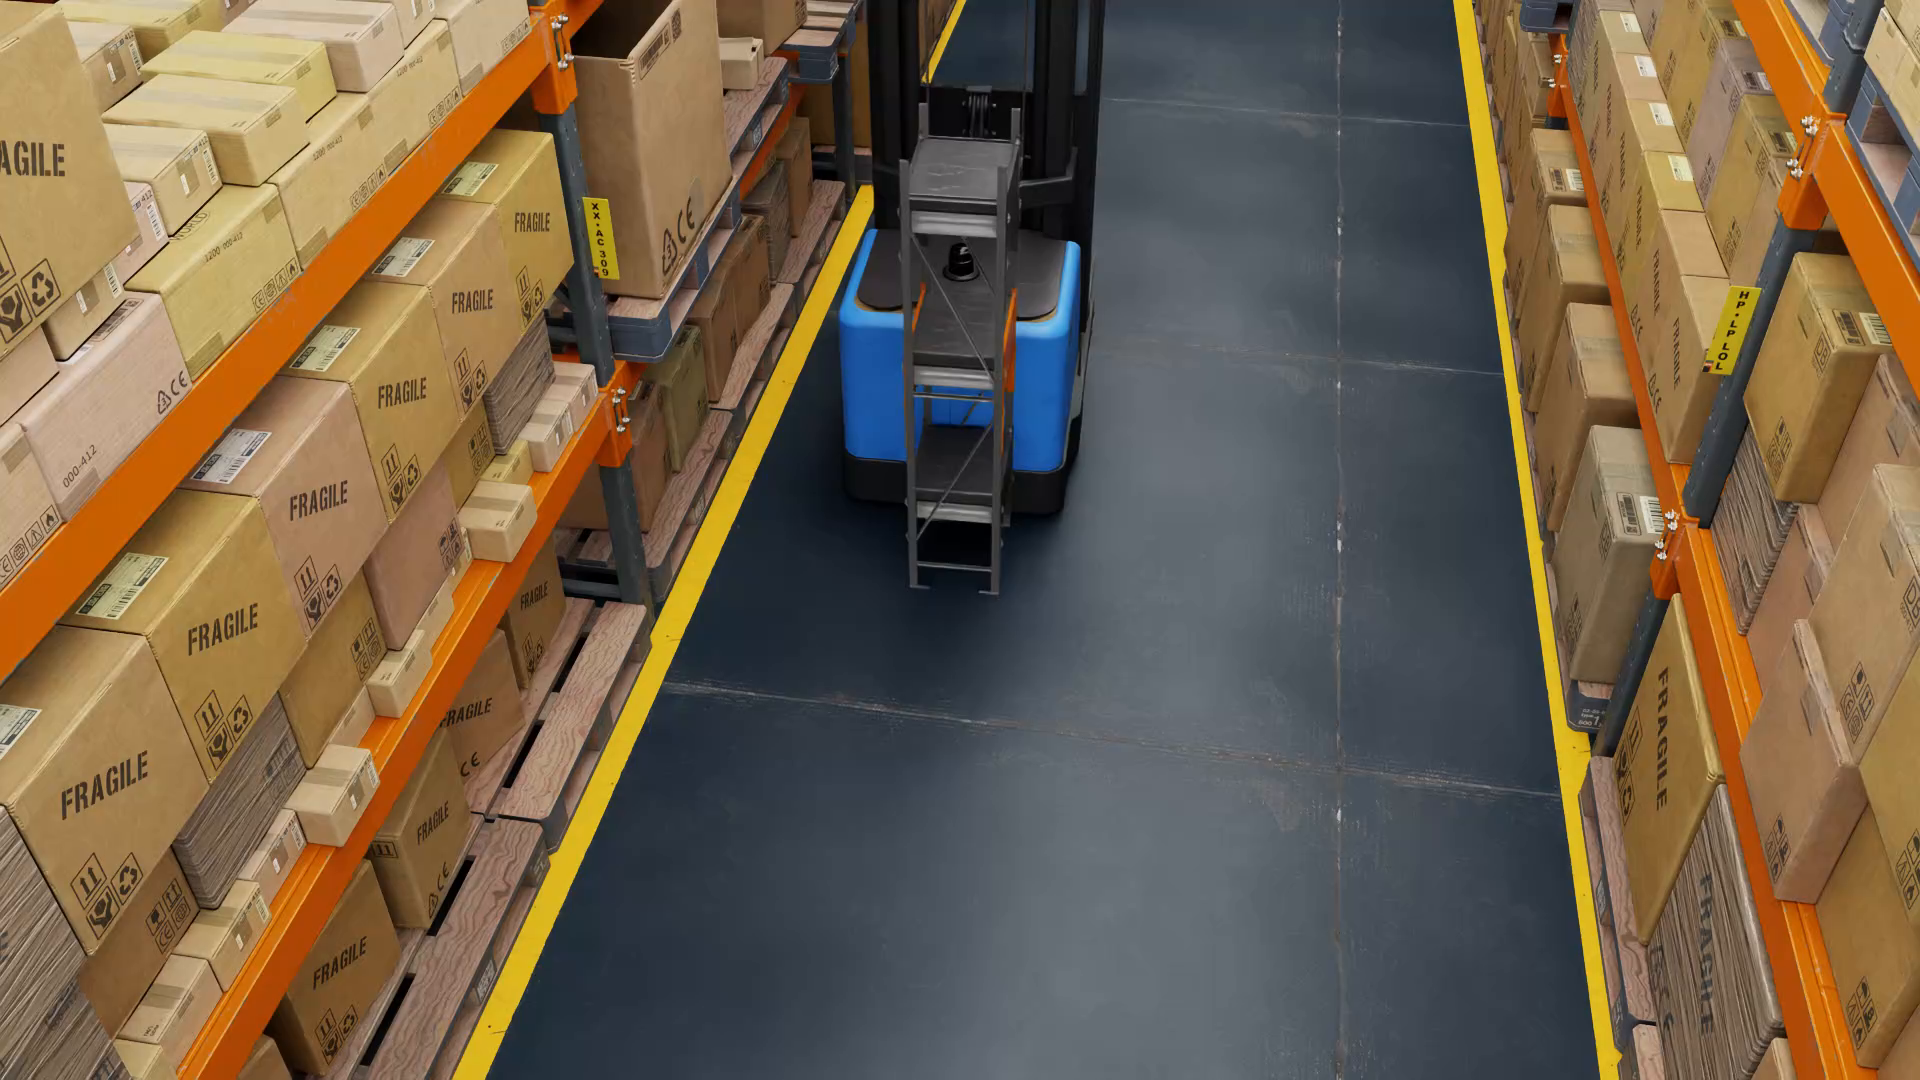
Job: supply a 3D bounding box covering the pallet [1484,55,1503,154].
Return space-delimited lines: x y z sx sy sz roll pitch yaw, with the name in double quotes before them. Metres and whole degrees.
"pallet" 4.069 -2.893 11.084 1.003 0.211 1.213 6 40 8

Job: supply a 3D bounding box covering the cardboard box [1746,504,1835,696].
"cardboard box" 2.901 0.319 4.893 0.875 0.550 0.550 6 40 8

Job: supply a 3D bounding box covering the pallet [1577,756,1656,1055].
"pallet" 2.818 1.339 5.964 1.003 0.211 1.213 6 40 8

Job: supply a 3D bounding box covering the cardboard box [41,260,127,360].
"cardboard box" -1.999 -0.516 3.470 0.380 0.149 0.250 5 40 6

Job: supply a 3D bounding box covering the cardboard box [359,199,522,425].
"cardboard box" -1.733 -0.726 5.178 0.500 0.500 0.500 6 40 8

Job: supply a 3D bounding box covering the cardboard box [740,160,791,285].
"cardboard box" -1.329 -1.759 9.139 0.700 0.500 0.500 3 40 4

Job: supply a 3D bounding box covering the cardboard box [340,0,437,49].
"cardboard box" -1.707 -1.506 4.668 0.380 0.149 0.250 5 40 5

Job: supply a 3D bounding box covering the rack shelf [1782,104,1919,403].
"rack shelf" 2.680 0.172 3.398 1.077 0.370 4.000 6 40 8

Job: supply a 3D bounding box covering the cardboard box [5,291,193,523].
"cardboard box" -2.023 -0.311 3.536 0.500 0.250 0.500 6 40 8

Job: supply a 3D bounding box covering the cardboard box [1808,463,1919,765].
"cardboard box" 2.719 0.232 4.151 0.875 0.550 0.550 6 40 8

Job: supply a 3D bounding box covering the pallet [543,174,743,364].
"pallet" -1.566 -1.204 7.003 1.003 0.211 1.213 6 40 8

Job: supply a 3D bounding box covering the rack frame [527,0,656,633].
"rack frame" -1.841 -0.814 6.381 1.000 3.000 0.127 6 40 8

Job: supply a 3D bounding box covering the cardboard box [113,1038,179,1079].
"cardboard box" -2.129 1.330 3.984 0.380 0.149 0.250 6 40 8

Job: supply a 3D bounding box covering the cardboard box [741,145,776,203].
"cardboard box" -1.317 -2.062 8.918 0.500 0.250 0.500 11 41 13

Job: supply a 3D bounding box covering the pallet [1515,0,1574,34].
"pallet" 3.737 -3.099 9.295 1.213 0.211 1.003 6 40 8

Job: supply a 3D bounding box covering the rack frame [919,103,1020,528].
"rack frame" 0.037 -0.888 7.176 0.400 2.100 0.015 5 40 6

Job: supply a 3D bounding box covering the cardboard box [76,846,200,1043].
"cardboard box" -2.443 0.874 4.027 0.875 0.500 0.500 6 40 8

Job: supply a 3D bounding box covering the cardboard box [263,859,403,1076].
"cardboard box" -2.212 1.338 5.410 0.500 0.500 0.500 10 41 12

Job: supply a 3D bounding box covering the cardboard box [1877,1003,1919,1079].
"cardboard box" 2.648 1.326 3.675 0.875 0.550 0.550 6 40 8

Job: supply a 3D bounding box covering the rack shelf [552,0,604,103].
"rack shelf" -1.495 -2.948 7.172 1.077 0.370 4.000 6 40 8

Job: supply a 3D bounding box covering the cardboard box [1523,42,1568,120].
"cardboard box" 3.579 -2.660 9.657 0.500 0.250 0.500 6 40 7

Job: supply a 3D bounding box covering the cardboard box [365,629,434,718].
"cardboard box" -1.863 0.390 5.122 0.380 0.149 0.250 6 40 8

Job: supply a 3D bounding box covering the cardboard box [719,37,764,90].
"cardboard box" -1.172 -2.358 8.024 0.396 0.266 0.258 5 40 6

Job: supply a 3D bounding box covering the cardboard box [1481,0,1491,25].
"cardboard box" 4.022 -3.989 11.852 0.500 0.500 0.500 8 40 9

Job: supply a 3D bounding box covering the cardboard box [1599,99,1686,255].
"cardboard box" 3.114 -1.553 7.195 0.500 0.500 0.500 6 40 7

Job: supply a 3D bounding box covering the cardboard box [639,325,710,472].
"cardboard box" -1.613 -0.701 7.860 0.700 0.500 0.500 6 40 7

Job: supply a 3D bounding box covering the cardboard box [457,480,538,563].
"cardboard box" -1.677 -0.075 5.684 0.380 0.149 0.250 6 40 8

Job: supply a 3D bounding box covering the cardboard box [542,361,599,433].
"cardboard box" -1.589 -0.550 6.258 0.380 0.149 0.250 6 40 8

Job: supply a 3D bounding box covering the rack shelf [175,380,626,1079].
"rack shelf" -2.187 0.718 5.092 1.077 0.370 4.000 6 40 8

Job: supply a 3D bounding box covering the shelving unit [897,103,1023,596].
"shelving unit" 0.005 -0.734 6.990 0.431 2.100 0.503 5 40 6

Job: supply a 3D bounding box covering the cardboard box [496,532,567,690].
"cardboard box" -1.950 0.234 6.745 0.500 0.500 0.500 5 40 6

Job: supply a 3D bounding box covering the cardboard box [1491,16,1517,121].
"cardboard box" 3.744 -3.014 10.673 0.500 0.500 0.500 5 40 6

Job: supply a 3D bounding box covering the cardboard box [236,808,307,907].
"cardboard box" -2.040 0.855 4.559 0.380 0.149 0.250 6 40 8

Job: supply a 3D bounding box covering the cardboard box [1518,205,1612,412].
"cardboard box" 3.377 -1.088 8.148 1.050 0.750 0.750 7 40 8

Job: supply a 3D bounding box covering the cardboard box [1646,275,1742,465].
"cardboard box" 2.853 -0.599 6.043 0.500 0.500 0.500 6 40 7

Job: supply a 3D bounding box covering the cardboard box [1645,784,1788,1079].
"cardboard box" 2.696 1.406 5.033 0.875 0.875 0.875 7 40 8

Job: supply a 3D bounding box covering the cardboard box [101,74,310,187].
"cardboard box" -1.836 -1.003 4.059 0.380 0.149 0.250 8 40 10

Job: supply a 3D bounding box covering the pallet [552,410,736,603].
"pallet" -1.708 -0.228 7.861 1.003 0.211 1.213 6 40 8

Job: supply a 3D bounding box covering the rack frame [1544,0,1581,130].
"rack frame" 3.719 -2.714 8.679 1.000 3.000 0.127 6 40 8

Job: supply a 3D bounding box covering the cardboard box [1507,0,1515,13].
"cardboard box" 3.840 -3.623 10.822 0.500 0.250 0.500 8 40 9

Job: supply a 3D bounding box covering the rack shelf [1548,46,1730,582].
"rack shelf" 3.372 -1.182 7.390 1.077 0.370 4.000 6 40 8

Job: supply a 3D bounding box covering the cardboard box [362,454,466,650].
"cardboard box" -2.089 -0.057 5.153 0.875 0.500 0.500 6 40 8

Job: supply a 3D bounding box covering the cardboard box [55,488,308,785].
"cardboard box" -1.991 0.215 4.039 0.500 0.500 0.500 6 40 8

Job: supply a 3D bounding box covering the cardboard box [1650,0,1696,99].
"cardboard box" 3.458 -2.218 7.215 0.700 0.500 0.500 6 40 7

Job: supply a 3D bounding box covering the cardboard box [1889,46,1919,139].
"cardboard box" 2.586 -1.110 4.173 0.380 0.149 0.250 7 40 8

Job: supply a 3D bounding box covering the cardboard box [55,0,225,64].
"cardboard box" -2.248 -1.395 4.534 0.380 0.149 0.250 8 40 9

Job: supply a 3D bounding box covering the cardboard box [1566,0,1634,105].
"cardboard box" 3.375 -2.501 8.342 0.500 0.500 0.500 7 40 8

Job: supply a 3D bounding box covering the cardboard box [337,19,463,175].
"cardboard box" -1.764 -1.271 4.697 0.500 0.250 0.500 7 40 9

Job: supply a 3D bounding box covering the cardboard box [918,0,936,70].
"cardboard box" -0.847 -3.657 11.157 1.225 0.875 0.875 7 40 8

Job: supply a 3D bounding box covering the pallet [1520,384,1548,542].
"pallet" 3.294 -0.390 8.056 1.003 0.211 1.213 6 40 8

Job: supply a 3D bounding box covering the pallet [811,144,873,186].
"pallet" -0.938 -2.736 10.894 1.003 0.211 1.213 6 40 8

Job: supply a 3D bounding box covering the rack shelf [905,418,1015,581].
"rack shelf" 0.005 -0.184 7.444 0.431 0.518 0.480 5 40 6

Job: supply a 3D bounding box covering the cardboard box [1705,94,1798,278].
"cardboard box" 3.194 -1.263 6.061 0.700 0.500 0.500 6 40 7

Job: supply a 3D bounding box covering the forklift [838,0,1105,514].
"forklift" 0.148 -2.186 8.094 1.130 2.935 3.031 5 40 6
